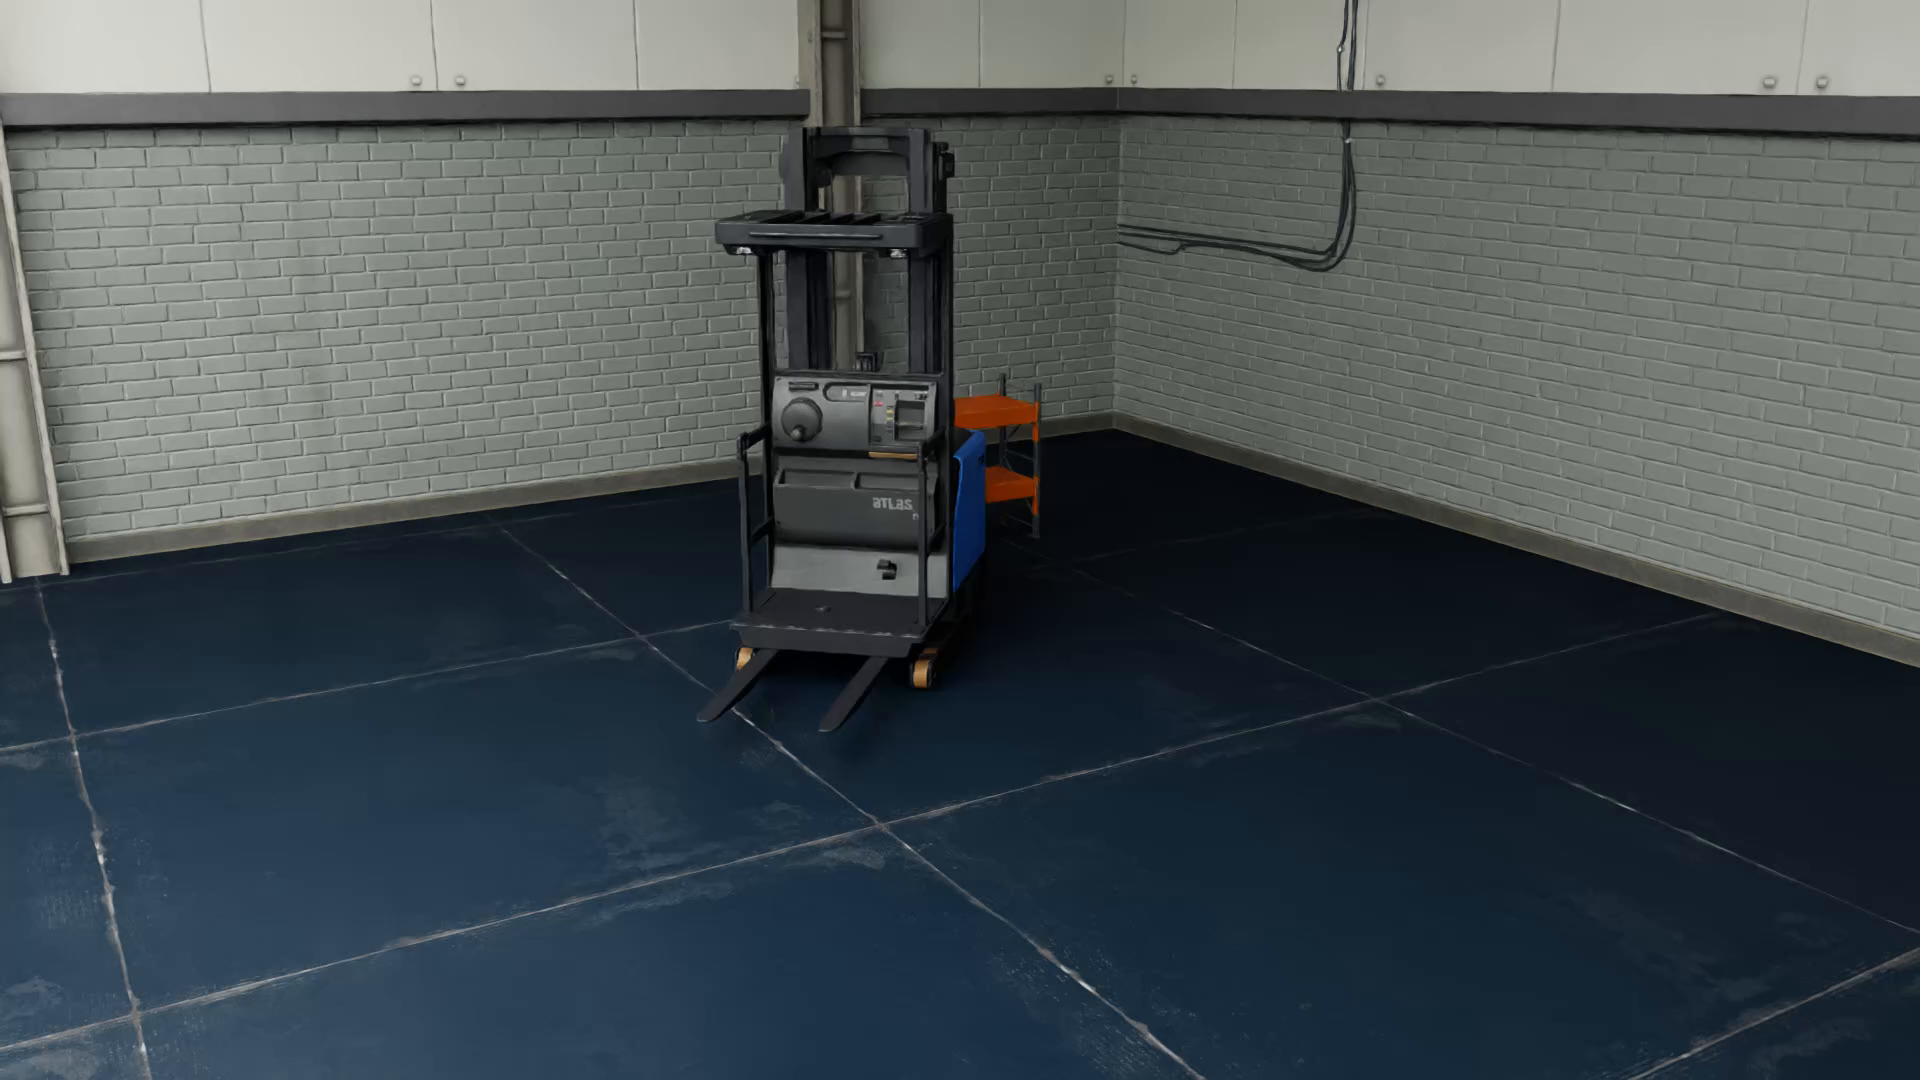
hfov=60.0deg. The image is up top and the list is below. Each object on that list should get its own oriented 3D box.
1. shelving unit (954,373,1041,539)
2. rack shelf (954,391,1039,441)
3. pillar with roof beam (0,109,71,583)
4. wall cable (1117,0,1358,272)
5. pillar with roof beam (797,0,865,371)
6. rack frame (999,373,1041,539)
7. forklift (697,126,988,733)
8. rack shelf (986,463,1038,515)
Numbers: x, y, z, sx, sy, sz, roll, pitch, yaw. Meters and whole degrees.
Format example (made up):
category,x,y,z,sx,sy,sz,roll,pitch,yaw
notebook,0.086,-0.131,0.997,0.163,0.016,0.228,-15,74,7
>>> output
category,x,y,z,sx,sy,sz,roll,pitch,yaw
shelving unit,-0.006,-0.541,11.755,1.048,1.125,0.538,-9,18,-30
rack shelf,-0.006,-0.823,11.676,1.000,0.278,0.538,-9,18,-30
pillar with roof beam,-3.963,-3.114,6.348,0.400,9.000,9.100,-9,18,-30
wall cable,2.169,-3.553,13.665,0.112,2.526,3.097,-9,18,-30
pillar with roof beam,1.180,-3.949,9.324,0.400,9.000,9.100,-9,18,-30
rack frame,0.430,-0.611,12.007,0.032,1.125,0.500,-9,18,-30
forklift,-0.628,-0.710,9.013,1.130,2.935,3.031,3,16,11
rack shelf,-0.006,-0.305,11.821,1.000,0.278,0.538,-9,18,-30
